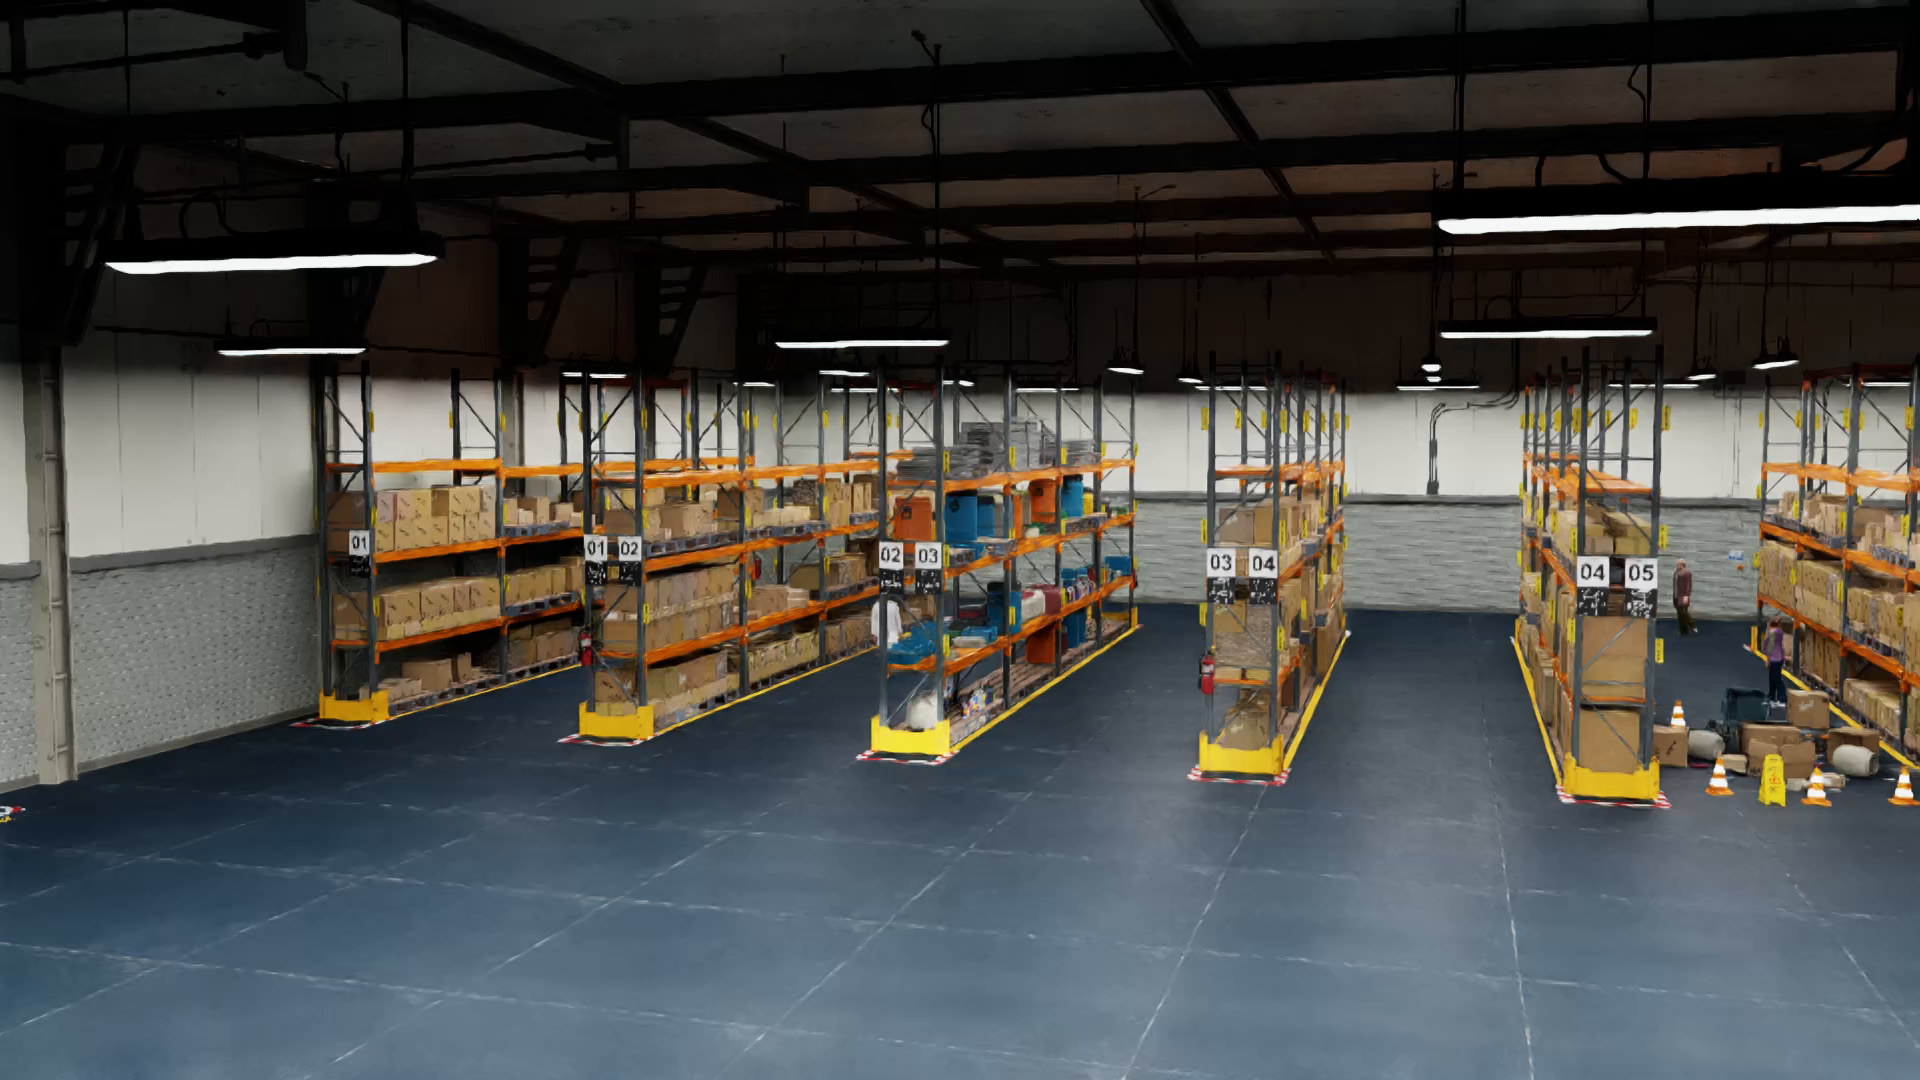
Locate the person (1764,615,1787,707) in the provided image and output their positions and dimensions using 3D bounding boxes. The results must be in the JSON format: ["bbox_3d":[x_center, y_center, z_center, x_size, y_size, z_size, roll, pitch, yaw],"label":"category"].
[{"bbox_3d":[14.291,2.106,29.216,0.532,1.588,0.524,3,5,40],"label":"person"}]

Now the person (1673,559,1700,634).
[{"bbox_3d":[16.958,1.330,38.893,0.526,1.765,0.753,-1,4,-15],"label":"person"}]

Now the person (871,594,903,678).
[{"bbox_3d":[-1.463,1.805,32.540,0.601,1.696,1.185,1,4,15],"label":"person"}]
